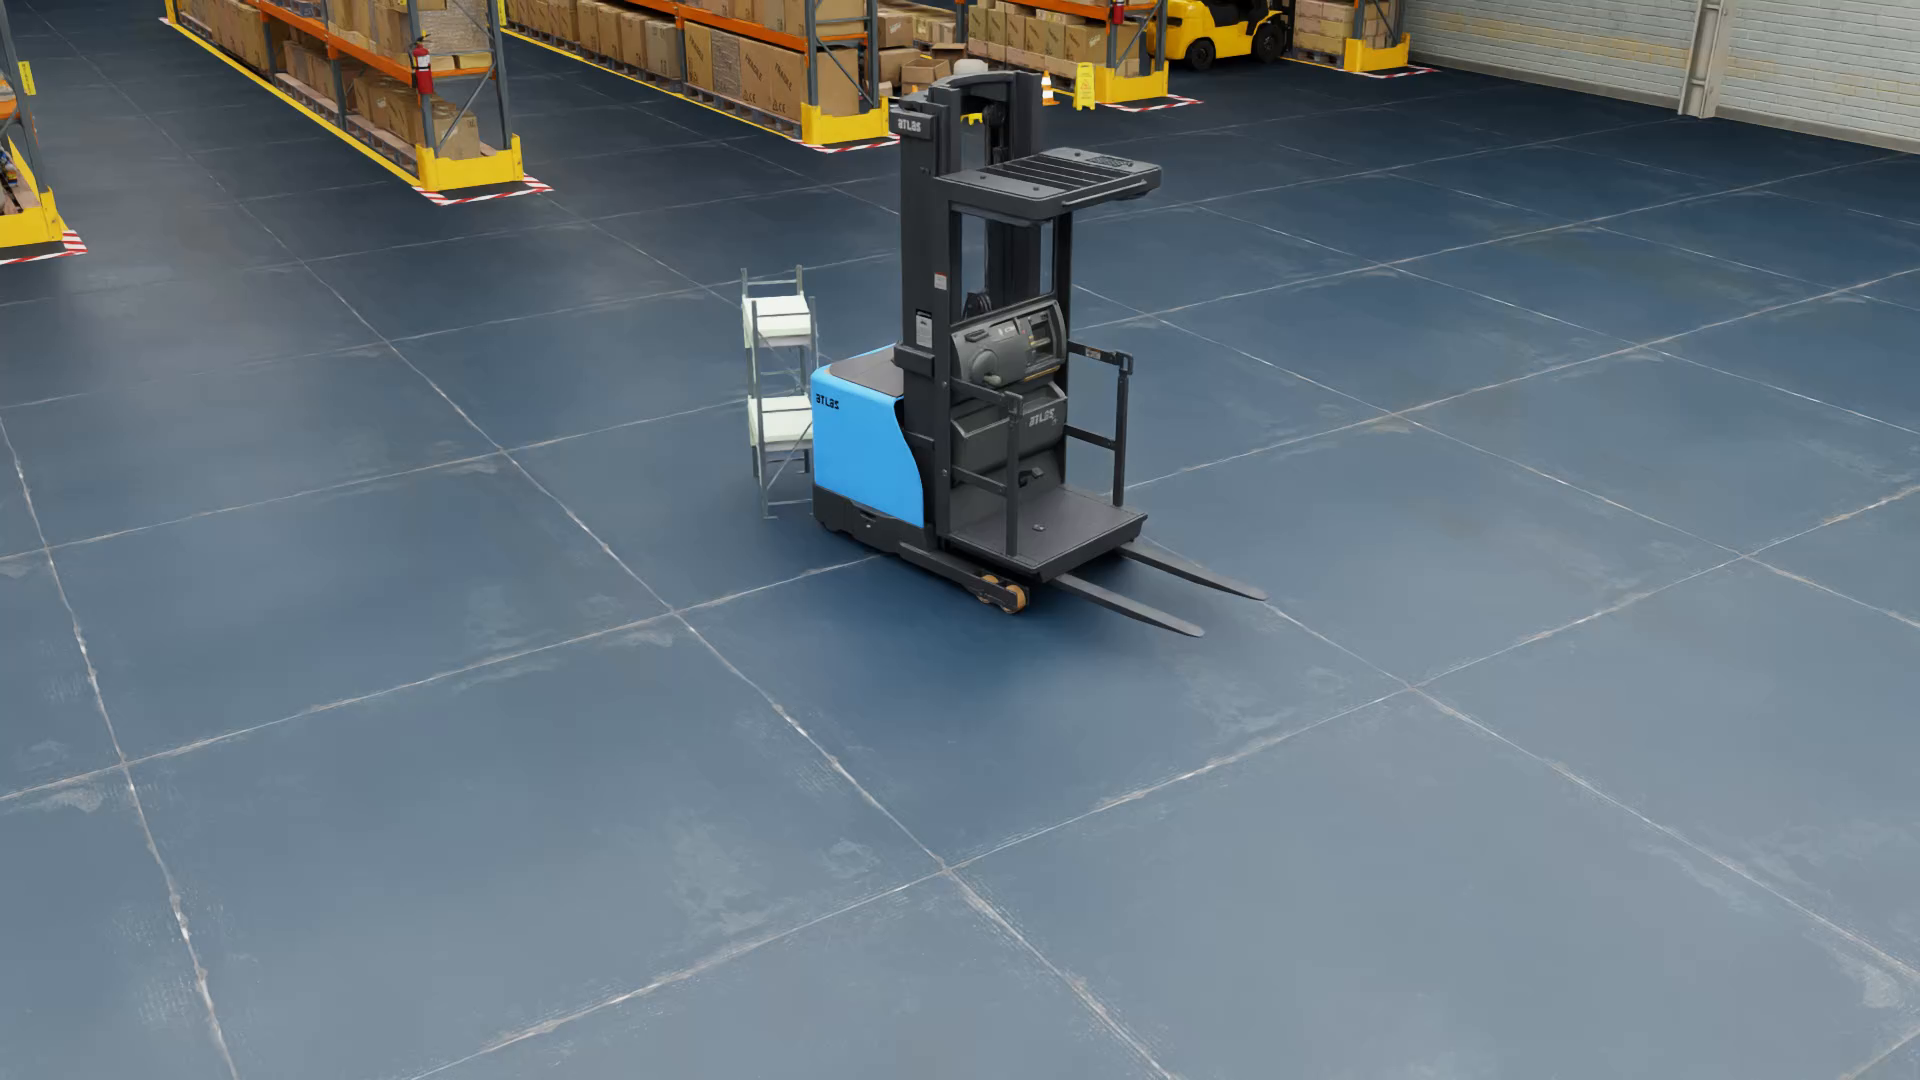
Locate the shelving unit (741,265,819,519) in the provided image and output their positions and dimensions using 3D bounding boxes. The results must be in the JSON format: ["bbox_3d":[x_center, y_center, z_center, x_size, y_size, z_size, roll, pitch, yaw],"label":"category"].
[{"bbox_3d":[-1.186,-0.989,11.088,0.431,1.500,0.755,-5,26,-10],"label":"shelving unit"}]

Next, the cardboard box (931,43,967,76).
[{"bbox_3d":[-0.169,-7.473,25.992,0.500,0.500,0.500,3,25,6],"label":"cardboard box"}]

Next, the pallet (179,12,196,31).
[{"bbox_3d":[-13.966,-9.757,31.171,1.003,0.211,1.213,-16,29,-30],"label":"pallet"}]

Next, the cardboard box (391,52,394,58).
[{"bbox_3d":[-6.603,-5.862,19.948,0.380,0.149,0.250,-16,29,-30],"label":"cardboard box"}]

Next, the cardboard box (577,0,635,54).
[{"bbox_3d":[-5.633,-8.478,27.338,1.050,0.750,0.750,-16,30,-30],"label":"cardboard box"}]

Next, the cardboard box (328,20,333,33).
[{"bbox_3d":[-8.052,-6.733,21.793,0.380,0.149,0.250,-16,29,-30],"label":"cardboard box"}]

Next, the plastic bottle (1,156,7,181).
[{"bbox_3d":[-10.799,-4.217,18.851,0.097,0.271,0.097,0,25,0],"label":"plastic bottle"}]

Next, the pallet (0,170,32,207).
[{"bbox_3d":[-11.065,-3.892,18.746,1.003,0.211,1.213,-16,29,-30],"label":"pallet"}]

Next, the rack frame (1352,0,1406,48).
[{"bbox_3d":[6.727,-9.030,26.365,1.000,3.000,0.127,-16,29,-30],"label":"rack frame"}]

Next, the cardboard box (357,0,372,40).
[{"bbox_3d":[-6.884,-6.467,20.470,0.875,0.500,0.500,-16,29,-30],"label":"cardboard box"}]

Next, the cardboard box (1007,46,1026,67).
[{"bbox_3d":[1.075,-7.598,26.060,0.500,0.250,0.500,-16,30,-30],"label":"cardboard box"}]

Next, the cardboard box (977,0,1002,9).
[{"bbox_3d":[0.500,-8.549,26.437,0.380,0.149,0.250,-15,29,-29],"label":"cardboard box"}]

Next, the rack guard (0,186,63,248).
[{"bbox_3d":[-9.964,-3.294,17.143,1.175,0.500,0.348,-16,29,-30],"label":"rack guard"}]

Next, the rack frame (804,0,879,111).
[{"bbox_3d":[-1.522,-6.683,21.392,1.000,3.000,0.127,-16,29,-30],"label":"rack frame"}]

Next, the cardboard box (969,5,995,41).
[{"bbox_3d":[0.482,-8.315,26.700,0.500,0.500,0.500,-14,29,-27],"label":"cardboard box"}]

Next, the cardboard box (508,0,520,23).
[{"bbox_3d":[-7.892,-9.708,30.237,0.500,0.500,0.500,-14,29,-28],"label":"cardboard box"}]

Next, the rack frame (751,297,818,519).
[{"bbox_3d":[-1.113,-0.836,10.764,0.400,1.500,0.023,-5,26,-10],"label":"rack frame"}]

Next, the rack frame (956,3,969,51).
[{"bbox_3d":[0.386,-9.303,26.943,1.000,3.000,0.127,-16,29,-30],"label":"rack frame"}]

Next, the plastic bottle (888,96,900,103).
[{"bbox_3d":[-0.964,-6.444,24.328,0.283,0.061,0.133,18,31,33],"label":"plastic bottle"}]

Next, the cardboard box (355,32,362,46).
[{"bbox_3d":[-7.349,-6.292,20.858,0.380,0.149,0.250,-16,29,-30],"label":"cardboard box"}]

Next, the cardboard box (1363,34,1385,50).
[{"bbox_3d":[6.622,-8.198,27.331,0.500,0.250,0.500,-15,29,-29],"label":"cardboard box"}]

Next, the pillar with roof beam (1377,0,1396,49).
[{"bbox_3d":[3.495,-11.199,23.932,9.100,9.000,0.400,-16,29,-30],"label":"pillar with roof beam"}]

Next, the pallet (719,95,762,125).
[{"bbox_3d":[-2.686,-6.125,23.478,1.003,0.211,1.213,-16,29,-30],"label":"pallet"}]

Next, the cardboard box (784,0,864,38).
[{"bbox_3d":[-1.763,-6.873,21.619,0.875,0.550,0.550,-16,29,-30],"label":"cardboard box"}]

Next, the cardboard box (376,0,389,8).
[{"bbox_3d":[-6.518,-6.511,19.392,0.500,0.500,0.500,-16,29,-30],"label":"cardboard box"}]

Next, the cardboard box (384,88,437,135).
[{"bbox_3d":[-7.008,-5.494,21.310,0.500,0.500,0.500,-19,31,-34],"label":"cardboard box"}]

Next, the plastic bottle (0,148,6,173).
[{"bbox_3d":[-11.107,-4.400,19.232,0.152,0.276,0.135,-15,29,-29],"label":"plastic bottle"}]

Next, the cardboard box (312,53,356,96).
[{"bbox_3d":[-8.784,-6.662,23.761,0.700,0.500,0.500,-18,31,-34],"label":"cardboard box"}]

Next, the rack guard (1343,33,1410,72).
[{"bbox_3d":[6.740,-7.891,26.881,1.175,0.500,0.348,-16,29,-30],"label":"rack guard"}]

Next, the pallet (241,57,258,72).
[{"bbox_3d":[-11.130,-7.899,27.235,1.003,0.211,1.213,-16,29,-30],"label":"pallet"}]

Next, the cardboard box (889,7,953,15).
[{"bbox_3d":[-0.679,-8.996,28.879,0.950,0.372,0.625,-14,29,-28],"label":"cardboard box"}]

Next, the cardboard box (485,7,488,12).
[{"bbox_3d":[-8.843,-10.128,31.538,0.380,0.149,0.250,-17,30,-31],"label":"cardboard box"}]

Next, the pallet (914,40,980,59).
[{"bbox_3d":[-0.040,-8.320,28.127,1.003,0.211,1.213,-16,29,-30],"label":"pallet"}]

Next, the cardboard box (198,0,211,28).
[{"bbox_3d":[-13.069,-9.661,29.697,0.875,0.875,0.875,-16,29,-30],"label":"cardboard box"}]

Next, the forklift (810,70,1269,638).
[{"bbox_3d":[0.450,-1.142,9.735,3.031,2.935,1.130,22,33,39],"label":"forklift"}]

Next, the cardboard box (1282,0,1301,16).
[{"bbox_3d":[5.646,-8.880,27.606,0.500,0.250,0.500,-15,29,-29],"label":"cardboard box"}]

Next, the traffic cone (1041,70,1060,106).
[{"bbox_3d":[1.254,-6.578,24.143,0.336,0.463,0.334,-16,29,-30],"label":"traffic cone"}]

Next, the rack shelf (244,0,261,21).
[{"bbox_3d":[-11.192,-8.814,26.750,1.077,0.370,4.000,-16,29,-30],"label":"rack shelf"}]

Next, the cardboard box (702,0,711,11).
[{"bbox_3d":[-3.175,-7.860,23.711,0.875,0.550,0.550,-16,29,-30],"label":"cardboard box"}]

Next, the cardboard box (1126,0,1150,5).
[{"bbox_3d":[2.558,-7.928,24.325,0.380,0.149,0.250,-15,29,-29],"label":"cardboard box"}]

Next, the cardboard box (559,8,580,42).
[{"bbox_3d":[-6.468,-8.778,28.267,0.500,0.500,0.500,-16,29,-30],"label":"cardboard box"}]

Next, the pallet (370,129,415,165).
[{"bbox_3d":[-6.851,-5.064,21.229,1.003,0.211,1.213,-16,29,-30],"label":"pallet"}]

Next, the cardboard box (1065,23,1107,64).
[{"bbox_3d":[1.914,-7.384,24.728,0.500,0.500,0.500,-15,29,-29],"label":"cardboard box"}]

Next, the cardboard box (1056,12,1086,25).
[{"bbox_3d":[1.657,-7.793,24.834,0.380,0.149,0.250,-15,29,-28],"label":"cardboard box"}]

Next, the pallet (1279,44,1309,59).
[{"bbox_3d":[5.612,-8.469,28.443,1.003,0.211,1.213,-16,29,-30],"label":"pallet"}]

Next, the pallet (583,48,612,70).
[{"bbox_3d":[-5.522,-7.983,27.414,1.003,0.211,1.213,-16,29,-30],"label":"pallet"}]
